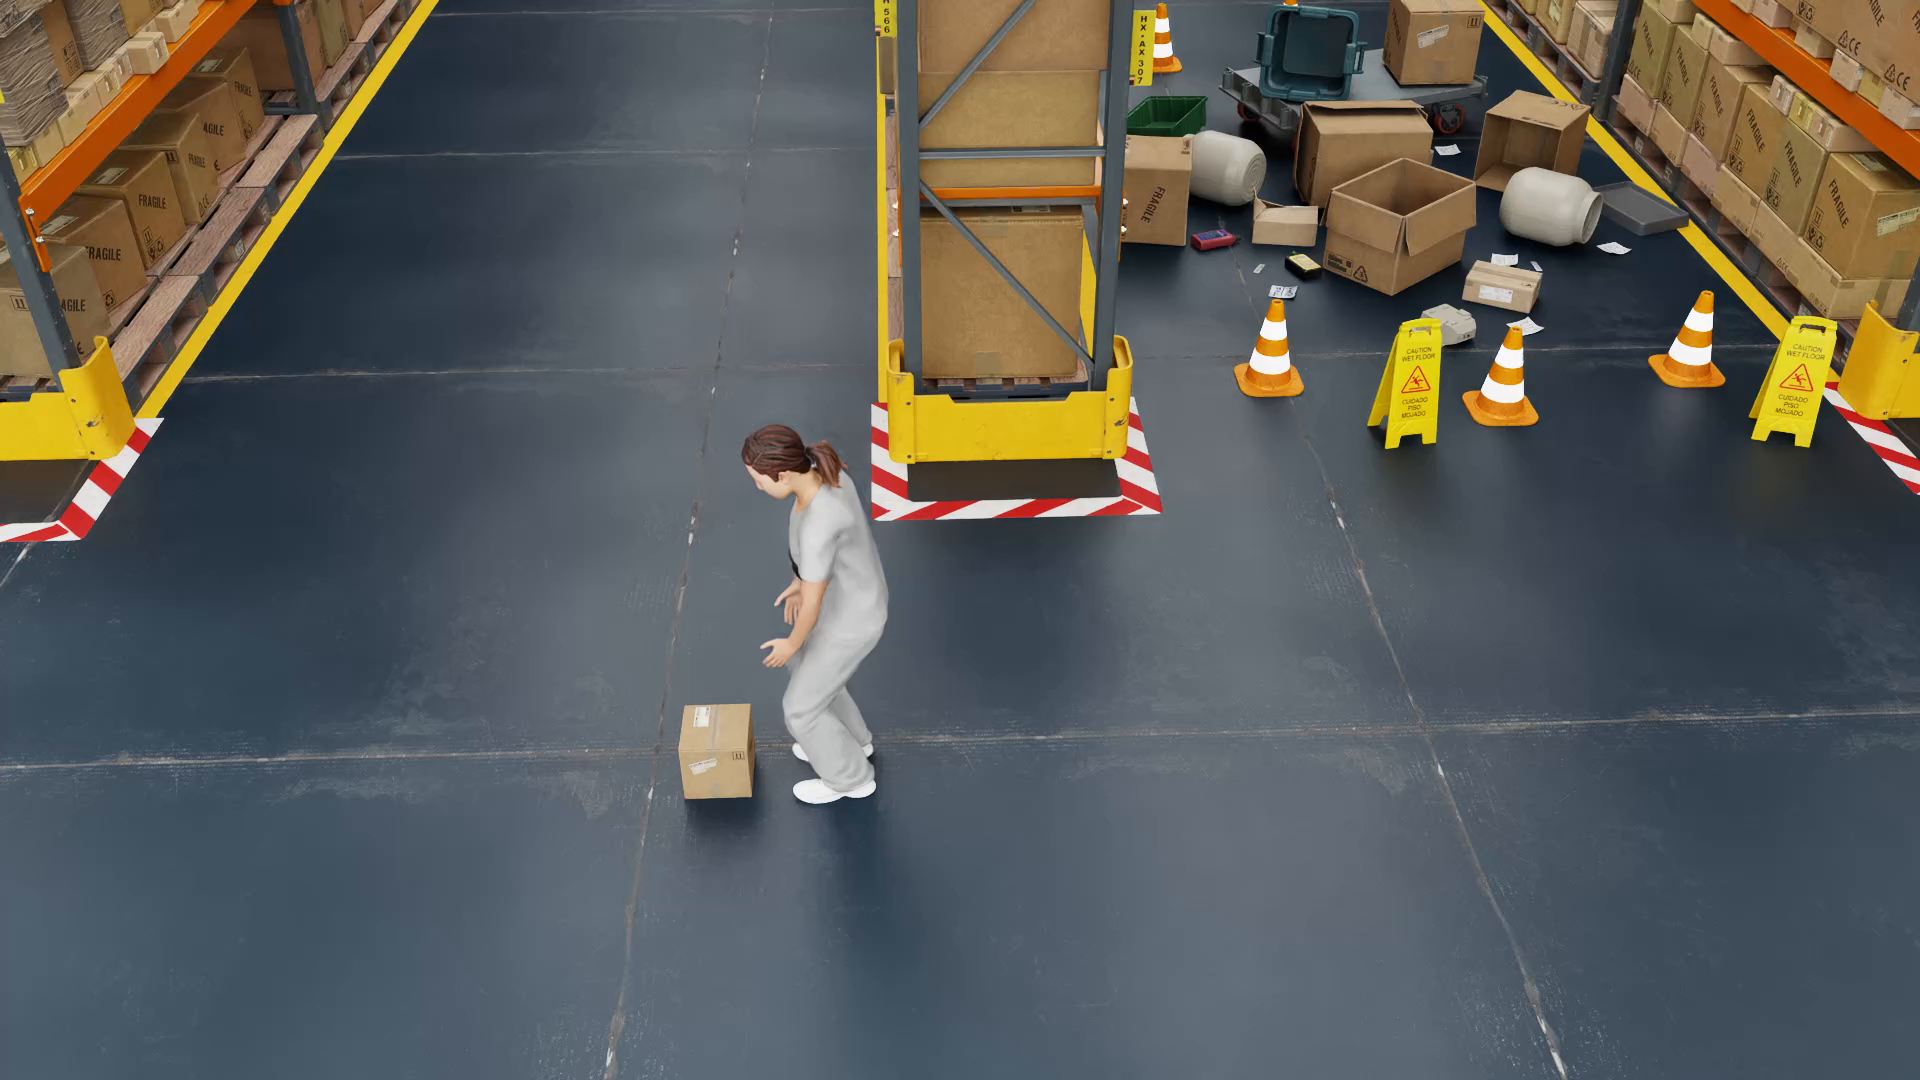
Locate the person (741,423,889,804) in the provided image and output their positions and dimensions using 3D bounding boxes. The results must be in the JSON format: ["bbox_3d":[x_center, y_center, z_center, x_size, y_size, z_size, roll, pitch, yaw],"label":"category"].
[{"bbox_3d":[-0.485,0.269,5.864,0.467,1.574,0.475,-1,35,-1],"label":"person"}]
